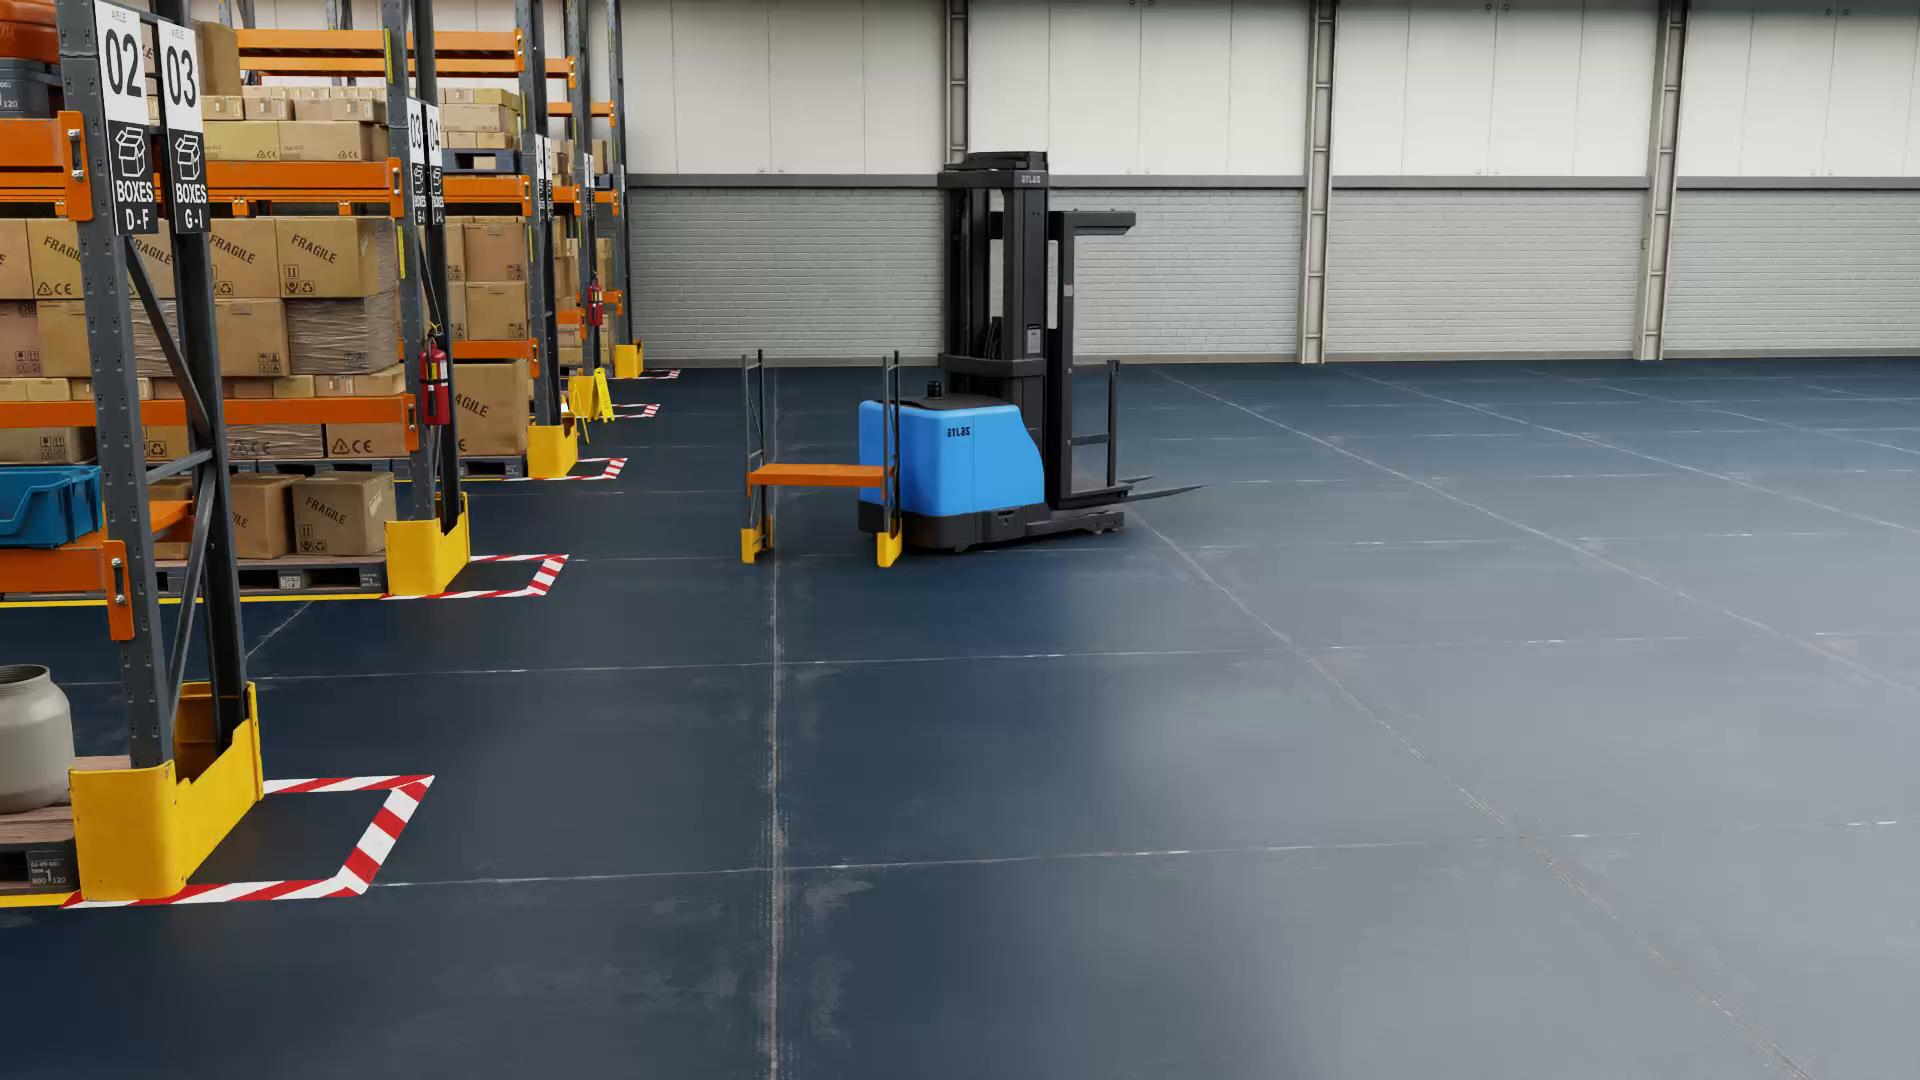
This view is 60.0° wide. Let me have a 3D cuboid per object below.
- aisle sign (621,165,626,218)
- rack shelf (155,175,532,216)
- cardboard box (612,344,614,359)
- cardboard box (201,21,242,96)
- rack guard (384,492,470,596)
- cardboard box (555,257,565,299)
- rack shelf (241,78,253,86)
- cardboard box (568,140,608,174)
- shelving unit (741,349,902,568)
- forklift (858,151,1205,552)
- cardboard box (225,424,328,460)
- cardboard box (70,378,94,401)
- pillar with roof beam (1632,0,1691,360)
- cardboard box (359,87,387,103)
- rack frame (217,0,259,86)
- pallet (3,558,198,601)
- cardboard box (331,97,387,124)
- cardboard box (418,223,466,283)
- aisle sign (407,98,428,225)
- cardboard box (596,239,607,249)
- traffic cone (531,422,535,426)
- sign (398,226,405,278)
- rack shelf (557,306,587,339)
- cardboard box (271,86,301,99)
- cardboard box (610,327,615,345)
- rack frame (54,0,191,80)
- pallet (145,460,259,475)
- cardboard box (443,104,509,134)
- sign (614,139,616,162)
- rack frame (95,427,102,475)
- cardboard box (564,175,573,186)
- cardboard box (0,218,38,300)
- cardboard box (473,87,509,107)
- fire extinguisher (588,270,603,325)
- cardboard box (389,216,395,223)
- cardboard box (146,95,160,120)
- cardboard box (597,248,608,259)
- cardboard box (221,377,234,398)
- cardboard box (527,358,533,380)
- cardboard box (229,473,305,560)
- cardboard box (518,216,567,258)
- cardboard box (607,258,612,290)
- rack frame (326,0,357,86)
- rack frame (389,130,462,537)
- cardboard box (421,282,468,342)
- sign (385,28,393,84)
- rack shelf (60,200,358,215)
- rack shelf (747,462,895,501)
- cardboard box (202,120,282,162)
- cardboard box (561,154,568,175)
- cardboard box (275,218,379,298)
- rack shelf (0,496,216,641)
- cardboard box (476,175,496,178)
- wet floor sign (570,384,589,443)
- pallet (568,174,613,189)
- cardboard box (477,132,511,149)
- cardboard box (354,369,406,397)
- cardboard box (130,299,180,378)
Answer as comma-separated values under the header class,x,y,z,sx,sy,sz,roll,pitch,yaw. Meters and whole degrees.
class,x,y,z,sx,sy,sz,roll,pitch,yaw
aisle sign,-5.113,-5.290,25.262,0.004,0.787,0.394,-1,11,-6
rack shelf,-6.023,-3.248,15.701,4.000,0.370,1.077,-1,11,-6
cardboard box,-5.719,-2.954,26.156,0.500,0.250,0.500,-1,11,-6
cardboard box,-5.105,-3.150,11.014,0.500,0.500,0.500,-1,11,-6
rack guard,-3.675,0.011,11.517,0.348,0.500,1.175,-1,11,-6
cardboard box,-5.180,-3.249,20.586,0.500,0.500,0.500,-1,11,-7
rack shelf,-10.635,-5.387,19.845,4.000,0.370,1.077,-1,11,-6
cardboard box,-5.624,-5.790,25.159,0.500,0.500,0.500,-1,11,-4
shelving unit,-1.005,-0.610,12.081,1.083,1.500,0.587,2,11,8
forklift,0.683,-1.553,13.170,3.031,2.935,1.130,-9,14,-37
cardboard box,-6.483,-1.270,15.971,0.875,0.875,0.875,-1,11,-6
cardboard box,-5.597,-1.005,10.857,0.250,0.149,0.380,-1,11,-6
pillar with roof beam,12.360,-6.721,23.727,0.400,9.000,9.100,-1,11,-6
cardboard box,-5.342,-4.073,15.268,0.250,0.149,0.380,-1,11,-6
rack frame,-8.647,-5.978,19.949,0.127,3.000,1.000,-1,11,-6
pallet,-5.697,0.187,11.367,1.213,0.211,1.003,-1,11,-6
cardboard box,-3.842,-2.746,10.637,0.250,0.149,0.380,-1,11,-6
cardboard box,-4.945,-2.745,15.865,0.550,0.550,0.875,-1,11,-6
aisle sign,-3.506,-2.437,10.747,0.004,0.787,0.394,-1,11,-6
cardboard box,-5.543,-4.535,25.448,0.250,0.149,0.380,-1,11,-6
traffic cone,-4.958,-1.617,19.892,0.334,0.463,0.336,-1,11,-6
sign,-3.560,-1.834,10.598,0.005,0.325,0.100,-1,11,-6
rack shelf,-6.658,-2.723,20.809,4.000,0.370,1.077,-1,11,-6
cardboard box,-6.101,-4.056,15.185,0.250,0.149,0.380,-1,11,-6
cardboard box,-5.700,-3.202,26.122,0.500,0.250,0.500,-1,11,-5
rack frame,-3.065,-3.211,5.874,0.127,3.000,1.000,-1,11,-6
pallet,-7.247,-0.720,15.983,1.213,0.211,1.003,-1,11,-6
cardboard box,-4.491,-3.906,15.455,0.500,0.250,0.500,-1,11,-5
sign,-5.165,-5.833,24.895,0.005,0.325,0.100,-1,11,-6
rack frame,-8.012,-2.087,15.709,0.127,3.000,1.000,-1,11,-6
cardboard box,-5.035,-4.522,20.968,0.250,0.149,0.380,-1,11,-6
cardboard box,-6.108,-1.801,10.632,0.500,0.500,0.500,-1,11,-6
cardboard box,-4.333,-4.093,15.374,0.250,0.149,0.380,-1,11,-6
fire extinguisher,-4.507,-2.994,20.521,0.183,0.674,0.296,-1,11,-6
cardboard box,-6.665,-3.728,20.431,0.500,0.500,0.700,-1,11,-6
cardboard box,-5.137,-2.720,10.506,0.250,0.149,0.380,-2,11,-9
cardboard box,-5.524,-4.376,25.410,0.250,0.149,0.380,-1,11,-5
cardboard box,-4.856,-1.029,10.977,0.250,0.149,0.380,-1,11,-6
cardboard box,-5.438,-2.276,20.764,0.500,0.500,0.500,-1,11,-6
cardboard box,-4.813,-0.168,11.338,0.500,0.500,0.500,2,11,9
cardboard box,-5.154,-3.751,20.549,0.500,0.500,0.700,-1,11,-7
cardboard box,-5.732,-4.162,26.001,0.500,0.500,0.500,-1,11,-4
rack frame,-9.186,-6.930,24.790,0.127,3.000,1.000,-1,11,-6
rack frame,-3.600,-1.217,11.284,0.127,3.000,1.000,-1,11,-6
cardboard box,-4.944,-2.212,15.956,0.550,0.550,0.875,-1,11,-6
sign,-3.560,-3.017,10.366,0.005,0.325,0.100,-1,11,-6
rack shelf,-11.175,-5.063,24.937,4.000,0.370,1.077,-1,11,-6
rack shelf,-0.996,-0.433,12.115,1.000,0.185,0.538,2,11,8
cardboard box,-4.548,-2.546,10.655,0.500,0.250,0.500,-1,11,-6
cardboard box,-5.199,-4.703,20.854,0.500,0.250,0.500,-1,11,-7
cardboard box,-4.120,-1.844,10.850,0.500,0.500,0.500,-1,11,-6
rack shelf,-5.053,0.127,6.310,4.000,0.370,1.077,-1,11,-6
cardboard box,-5.765,-4.402,20.360,0.250,0.149,0.380,-1,11,-6
wet floor sign,-4.220,-1.396,18.295,0.232,0.644,0.267,-3,12,-16
pallet,-5.916,-5.488,25.462,1.213,0.211,1.003,-1,11,-6
cardboard box,-4.329,-3.702,15.452,0.250,0.149,0.380,-1,11,-6
cardboard box,-3.861,-1.049,11.077,0.250,0.149,0.380,-1,11,-6
cardboard box,-5.136,-1.371,11.033,0.500,0.500,0.875,-1,11,-6
